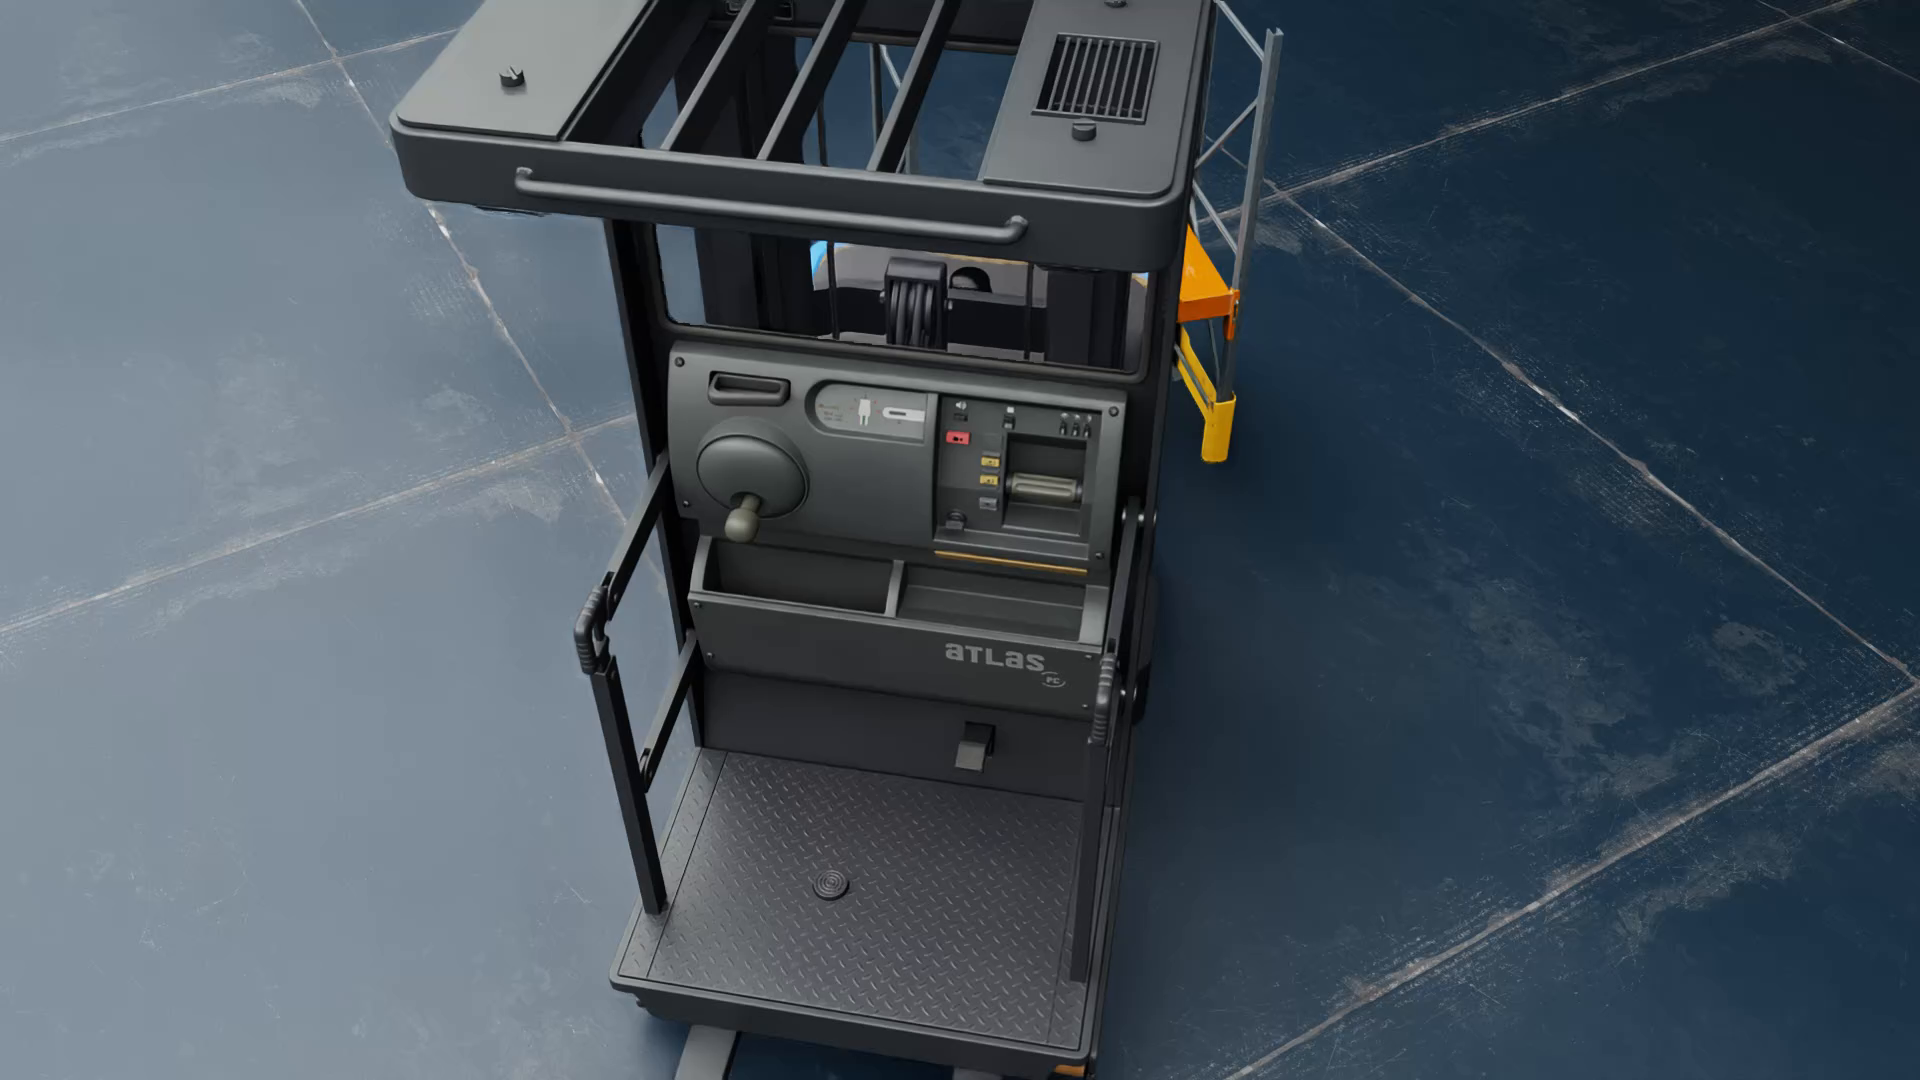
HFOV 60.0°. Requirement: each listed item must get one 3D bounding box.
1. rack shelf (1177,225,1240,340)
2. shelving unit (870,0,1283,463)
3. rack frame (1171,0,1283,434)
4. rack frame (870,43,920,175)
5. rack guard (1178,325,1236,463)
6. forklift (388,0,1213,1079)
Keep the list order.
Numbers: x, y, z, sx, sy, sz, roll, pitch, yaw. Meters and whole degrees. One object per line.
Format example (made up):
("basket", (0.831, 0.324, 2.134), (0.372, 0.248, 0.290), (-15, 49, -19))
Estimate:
("rack shelf", (0.309, -0.784, 5.240), (1.000, 0.185, 0.538), (-10, 45, -10))
("shelving unit", (0.301, -0.912, 5.113), (1.083, 1.500, 0.587), (-10, 45, -10))
("rack frame", (0.803, -1.000, 5.203), (0.032, 1.500, 0.500), (-10, 45, -10))
("rack frame", (-0.184, -0.827, 5.026), (0.032, 1.500, 0.500), (-10, 45, -10))
("rack guard", (0.784, -0.548, 5.635), (0.087, 0.250, 0.587), (-10, 45, -10))
("forklift", (-0.173, -0.068, 3.215), (1.130, 2.935, 3.031), (7, 45, 7))
